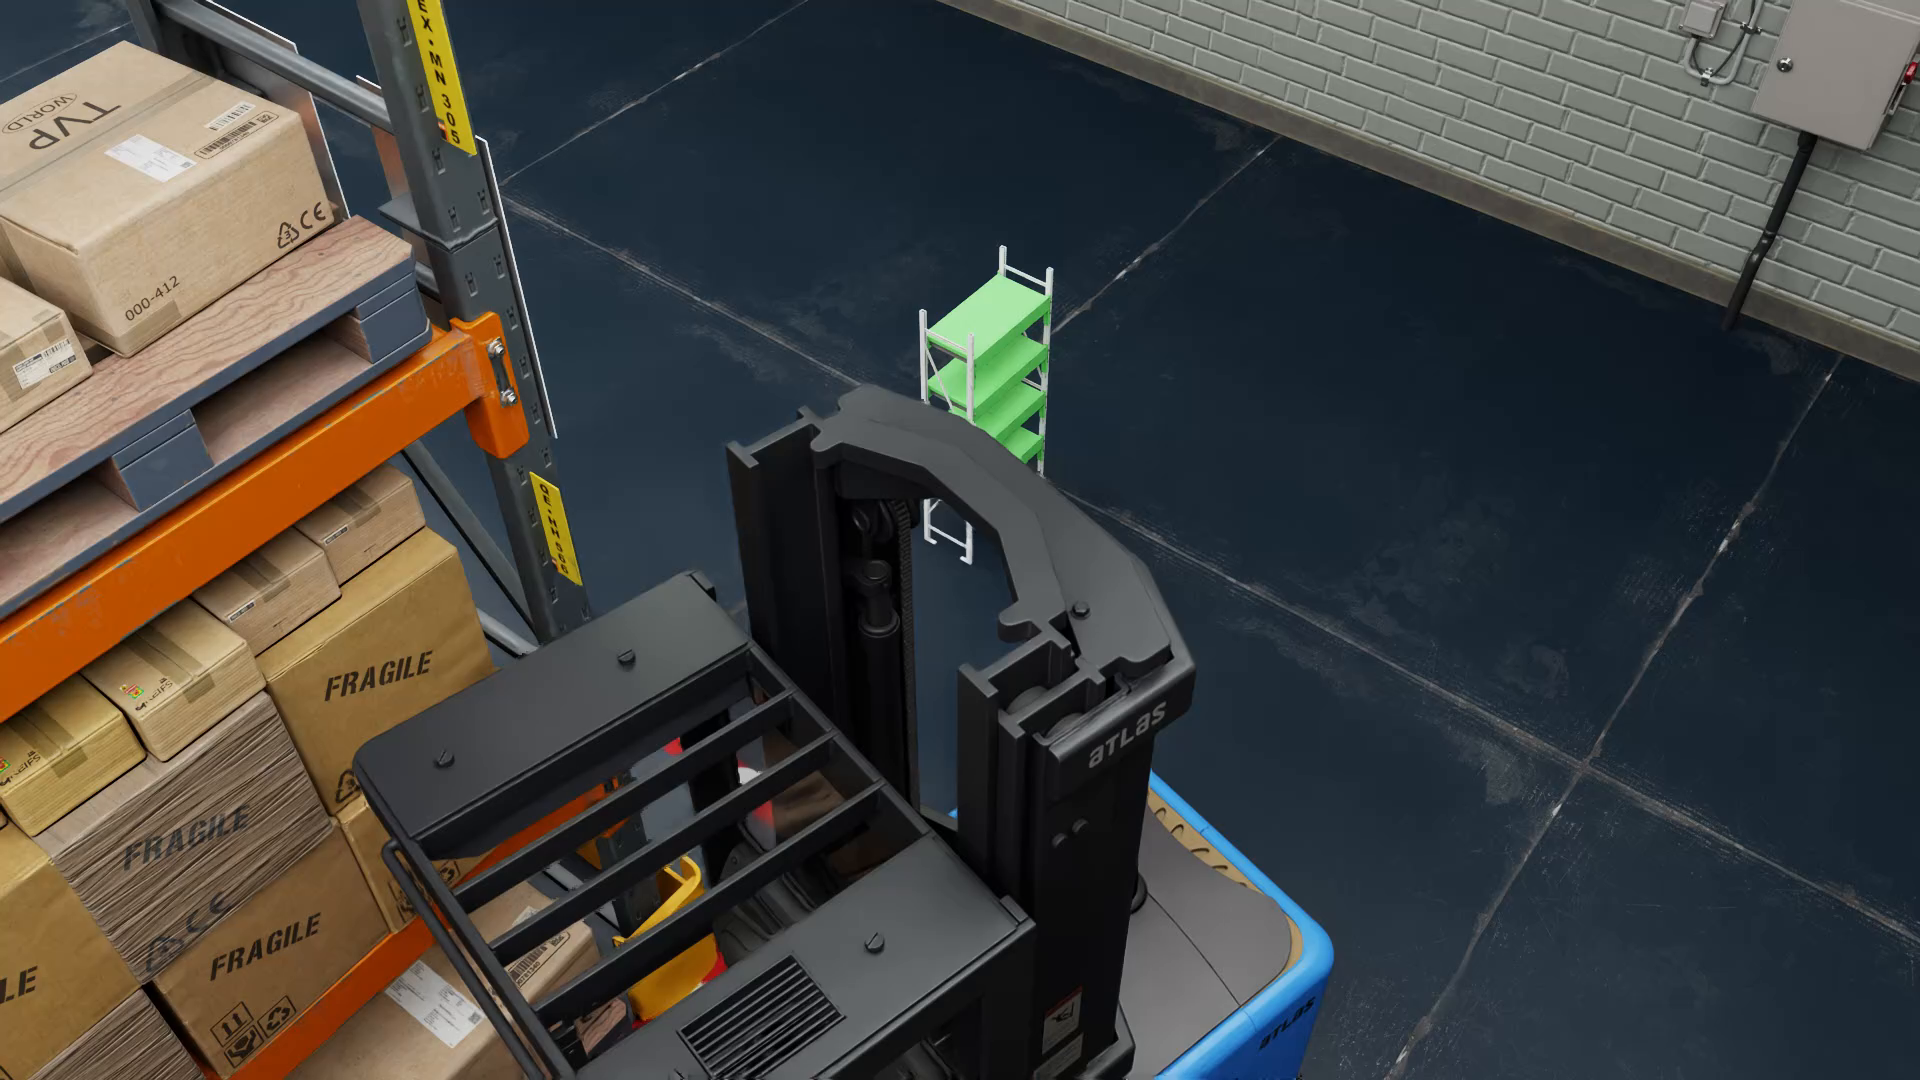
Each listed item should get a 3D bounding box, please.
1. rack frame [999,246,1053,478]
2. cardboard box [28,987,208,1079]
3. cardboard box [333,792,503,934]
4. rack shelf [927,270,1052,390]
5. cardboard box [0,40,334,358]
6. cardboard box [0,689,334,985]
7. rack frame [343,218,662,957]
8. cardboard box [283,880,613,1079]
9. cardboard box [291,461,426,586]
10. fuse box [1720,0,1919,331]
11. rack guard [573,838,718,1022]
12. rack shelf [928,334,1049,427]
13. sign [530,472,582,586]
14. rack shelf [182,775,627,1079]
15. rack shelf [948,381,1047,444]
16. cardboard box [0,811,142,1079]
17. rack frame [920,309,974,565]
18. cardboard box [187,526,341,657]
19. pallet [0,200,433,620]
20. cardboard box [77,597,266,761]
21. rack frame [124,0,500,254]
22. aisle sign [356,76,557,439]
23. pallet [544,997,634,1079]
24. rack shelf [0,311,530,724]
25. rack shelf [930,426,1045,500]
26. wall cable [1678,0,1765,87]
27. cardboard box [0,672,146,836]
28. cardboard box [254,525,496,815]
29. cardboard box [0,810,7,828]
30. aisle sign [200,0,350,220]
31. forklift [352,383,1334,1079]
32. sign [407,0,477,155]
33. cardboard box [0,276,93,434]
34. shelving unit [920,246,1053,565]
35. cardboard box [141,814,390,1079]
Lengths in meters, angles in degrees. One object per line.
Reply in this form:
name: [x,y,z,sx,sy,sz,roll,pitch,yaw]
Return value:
rack frame: [0.250,-0.649,6.705,0.240,1.200,0.015,29,53,25]
cardboard box: [-2.080,1.148,3.675,0.500,0.500,0.500,31,54,26]
cardboard box: [-1.454,0.569,4.228,0.500,0.500,0.500,29,53,25]
rack shelf: [0.101,-0.797,6.270,0.258,0.148,0.480,29,53,25]
cardboard box: [-1.573,-0.656,3.137,0.500,0.250,0.500,25,51,22]
cardboard box: [-1.772,0.524,3.580,0.500,0.500,0.500,29,53,25]
rack frame: [-1.369,0.210,4.639,1.000,3.000,0.127,29,53,25]
cardboard box: [-1.693,1.372,5.011,0.875,0.438,0.875,27,52,24]
cardboard box: [-1.430,-0.100,3.726,0.380,0.149,0.250,30,53,25]
fuse box: [3.633,-1.569,7.230,0.539,1.711,0.414,29,53,25]
rack guard: [-1.354,1.060,5.556,1.175,0.500,0.348,29,53,25]
rack shelf: [0.101,-0.631,6.444,0.258,0.148,0.480,29,53,25]
sign: [-0.948,-0.024,3.898,0.100,0.325,0.005,29,53,25]
rack shelf: [-2.592,1.603,3.806,1.077,0.370,4.000,29,53,25]
rack shelf: [0.101,-0.465,6.618,0.258,0.148,0.480,29,53,25]
cardboard box: [-2.077,0.805,3.311,0.500,0.500,0.500,29,53,25]
rack frame: [-0.048,-0.370,6.438,0.240,1.200,0.015,29,53,25]
cardboard box: [-1.566,0.056,3.577,0.380,0.149,0.250,30,53,26]
pallet: [-1.814,-0.366,3.177,1.003,0.211,1.213,29,53,25]
cardboard box: [-1.657,0.241,3.401,0.380,0.149,0.250,29,53,25]
rack frame: [-1.369,-1.862,2.470,1.000,3.000,0.127,29,53,25]
aisle sign: [-1.080,-0.592,3.608,0.394,0.787,0.004,29,53,25]
pallet: [-1.796,1.666,5.178,1.003,0.211,1.213,29,53,25]
rack shelf: [-2.592,0.567,2.722,1.077,0.370,4.000,29,53,25]
rack shelf: [0.101,-0.299,6.791,0.258,0.148,0.480,29,53,25]
wall cable: [3.189,-2.757,6.771,0.588,1.984,0.122,29,53,25]
cardboard box: [-1.844,0.367,3.281,0.380,0.149,0.250,30,53,26]
cardboard box: [-1.475,0.212,3.878,0.500,0.500,0.500,31,54,26]
cardboard box: [-2.060,0.485,3.168,0.380,0.149,0.250,29,53,25]
aisle sign: [-1.554,-0.857,3.861,0.394,0.787,0.004,29,53,25]
forklift: [-0.448,1.202,3.740,3.031,2.935,1.130,-30,53,-26]
sign: [-0.948,-0.856,3.026,0.100,0.325,0.005,29,53,25]
cardboard box: [-1.766,-0.346,2.911,0.380,0.149,0.250,25,51,22]
shelving unit: [0.101,-0.509,6.571,0.258,1.200,0.503,29,53,25]
cardboard box: [-1.773,0.849,3.960,0.500,0.500,0.500,28,52,24]
